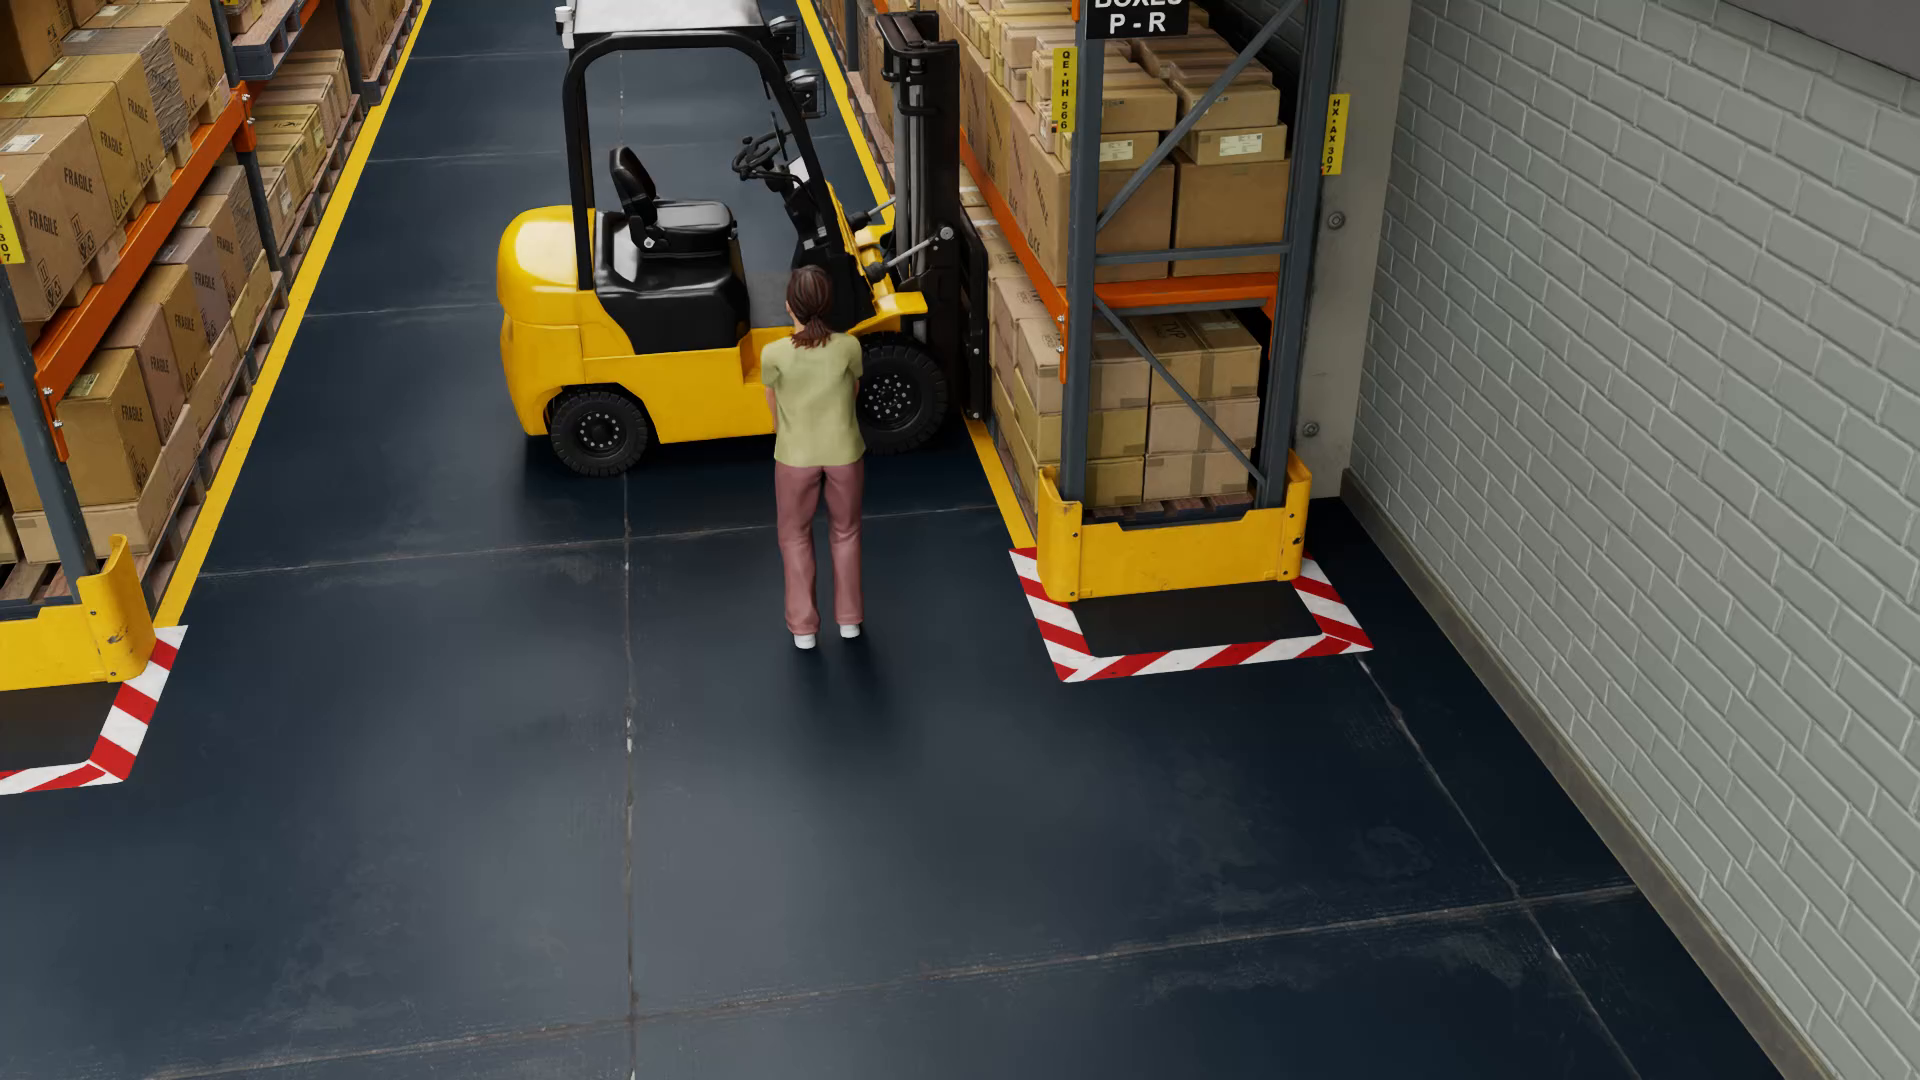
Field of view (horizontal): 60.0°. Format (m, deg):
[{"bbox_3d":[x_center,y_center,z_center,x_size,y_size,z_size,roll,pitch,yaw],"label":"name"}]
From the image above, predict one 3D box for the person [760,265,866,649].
[{"bbox_3d":[-0.585,-0.353,6.737,0.405,1.669,0.527,-6,31,-9],"label":"person"}]
